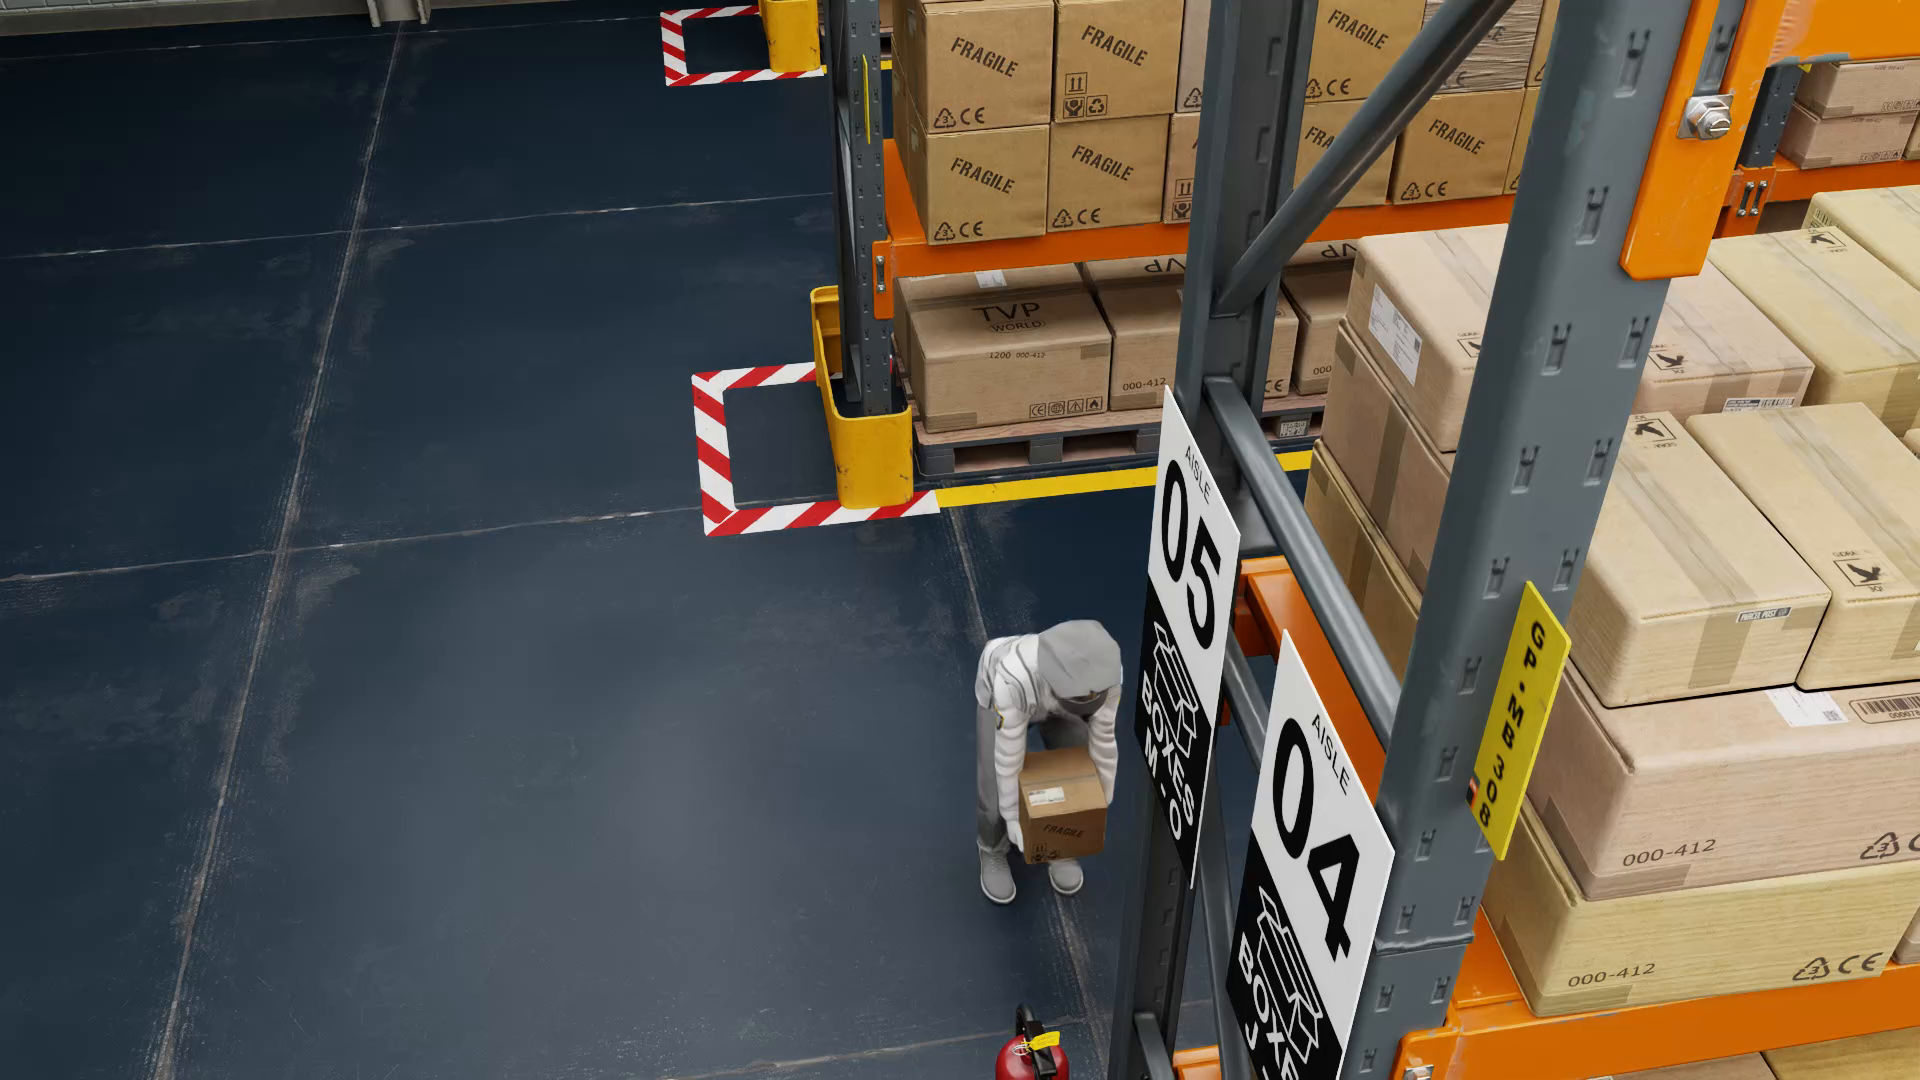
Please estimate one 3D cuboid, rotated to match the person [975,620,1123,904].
[{"bbox_3d":[0.288,0.719,5.420,0.416,1.473,0.757,-7,39,-9],"label":"person"}]
